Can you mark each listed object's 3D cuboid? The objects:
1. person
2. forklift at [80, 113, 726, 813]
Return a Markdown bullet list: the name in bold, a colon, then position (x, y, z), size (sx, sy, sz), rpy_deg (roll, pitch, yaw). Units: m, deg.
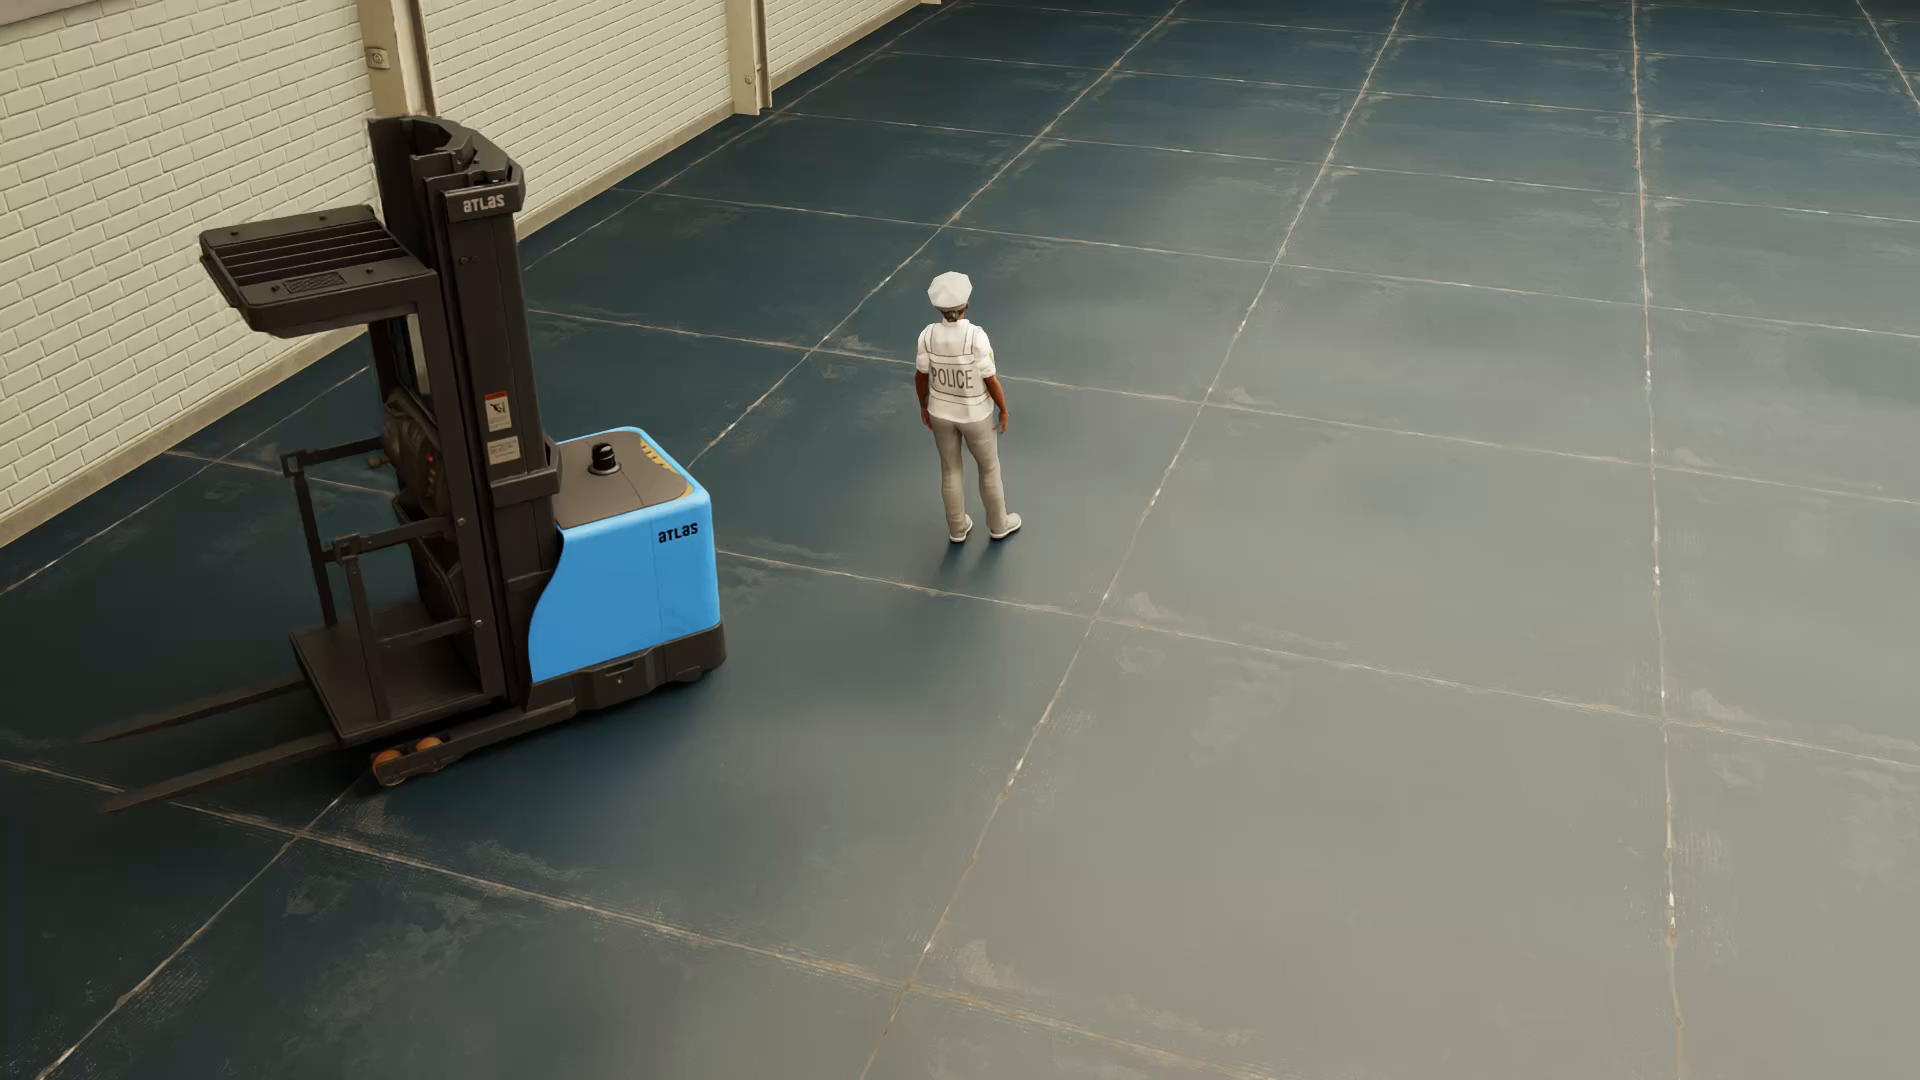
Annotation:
- **person**: position (0.043, -0.775, 9.729), size (0.570, 1.697, 0.528), rpy_deg (10, 31, 16)
- **forklift**: position (-2.766, -0.389, 7.819), size (3.031, 2.935, 1.130), rpy_deg (-17, 34, -27)
